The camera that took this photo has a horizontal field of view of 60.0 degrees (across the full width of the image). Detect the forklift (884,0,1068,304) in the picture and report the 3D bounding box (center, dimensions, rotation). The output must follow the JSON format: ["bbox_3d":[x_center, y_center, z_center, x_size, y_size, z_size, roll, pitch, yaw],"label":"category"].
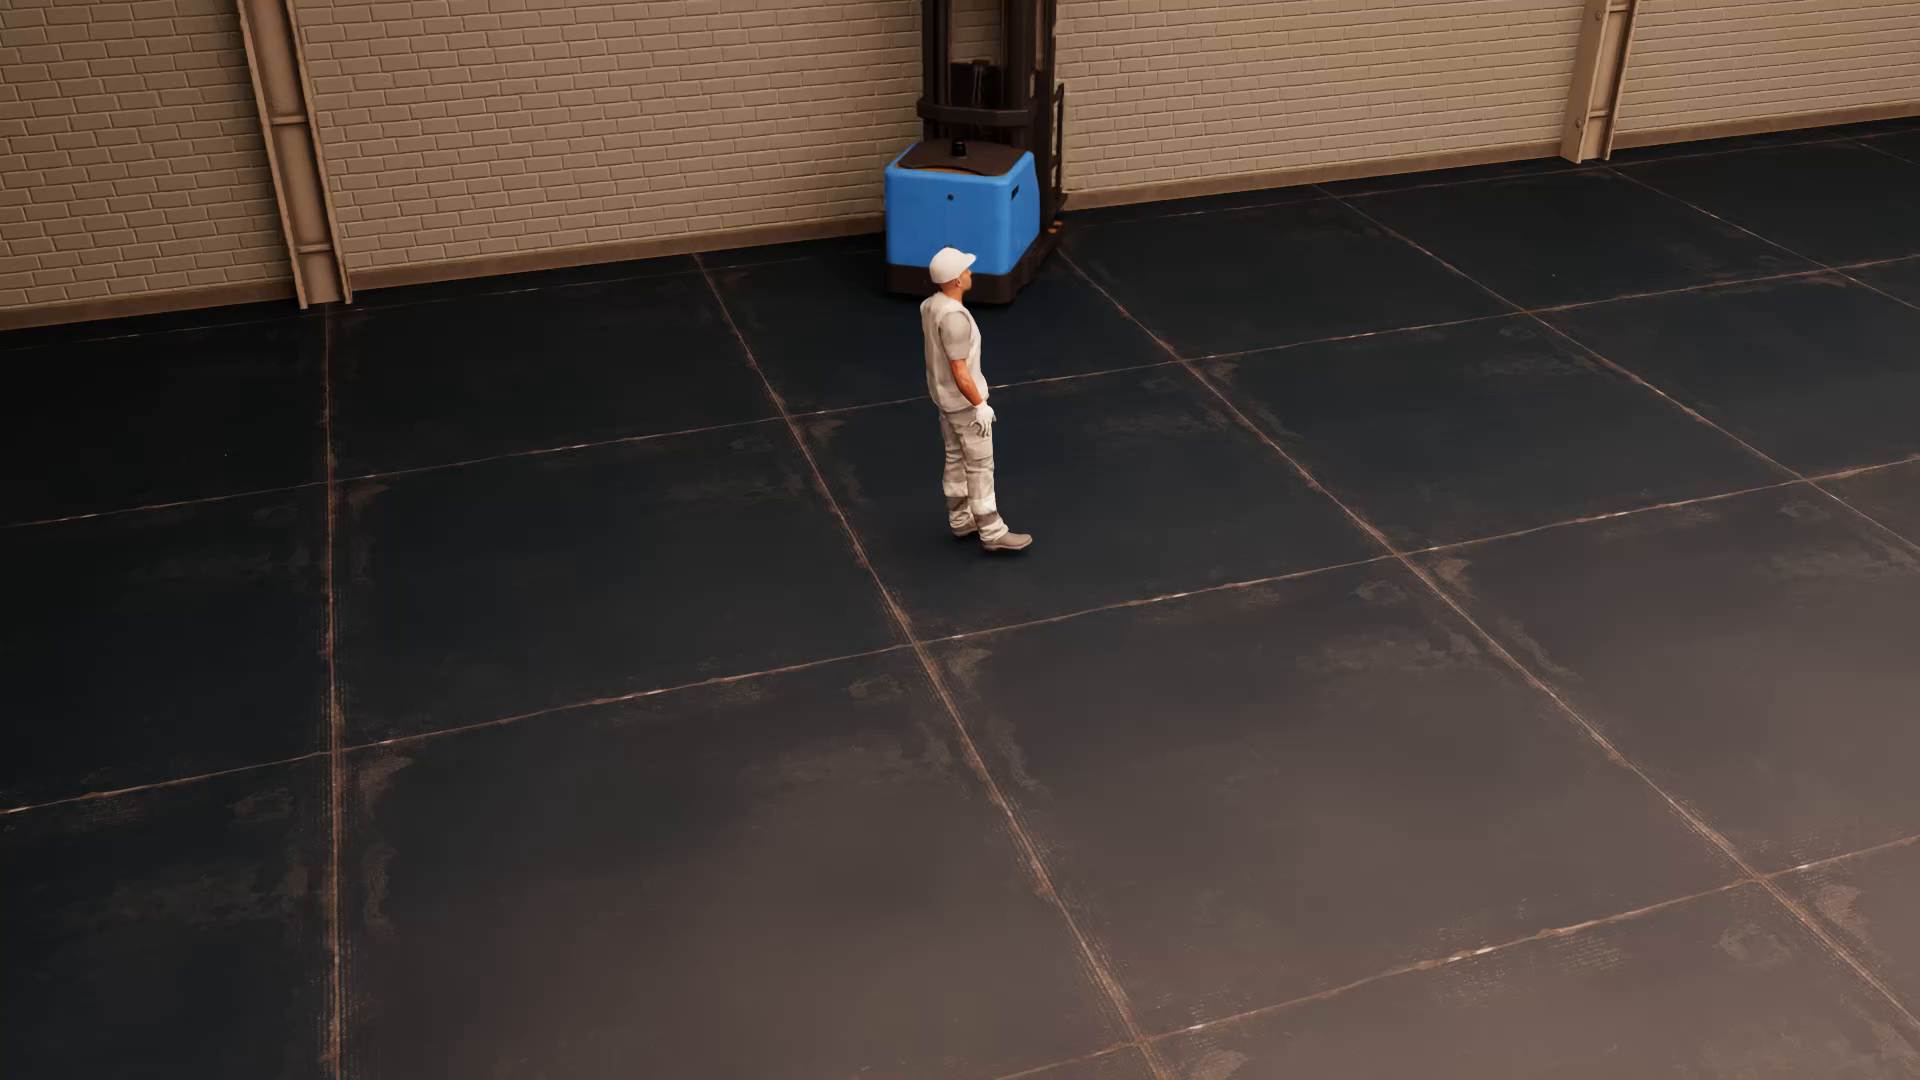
[{"bbox_3d":[0.299,-3.854,13.785,1.130,2.935,3.031,8,31,14],"label":"forklift"}]

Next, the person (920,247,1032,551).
[{"bbox_3d":[0.080,-0.823,9.568,0.564,1.787,0.637,-10,31,-16],"label":"person"}]
